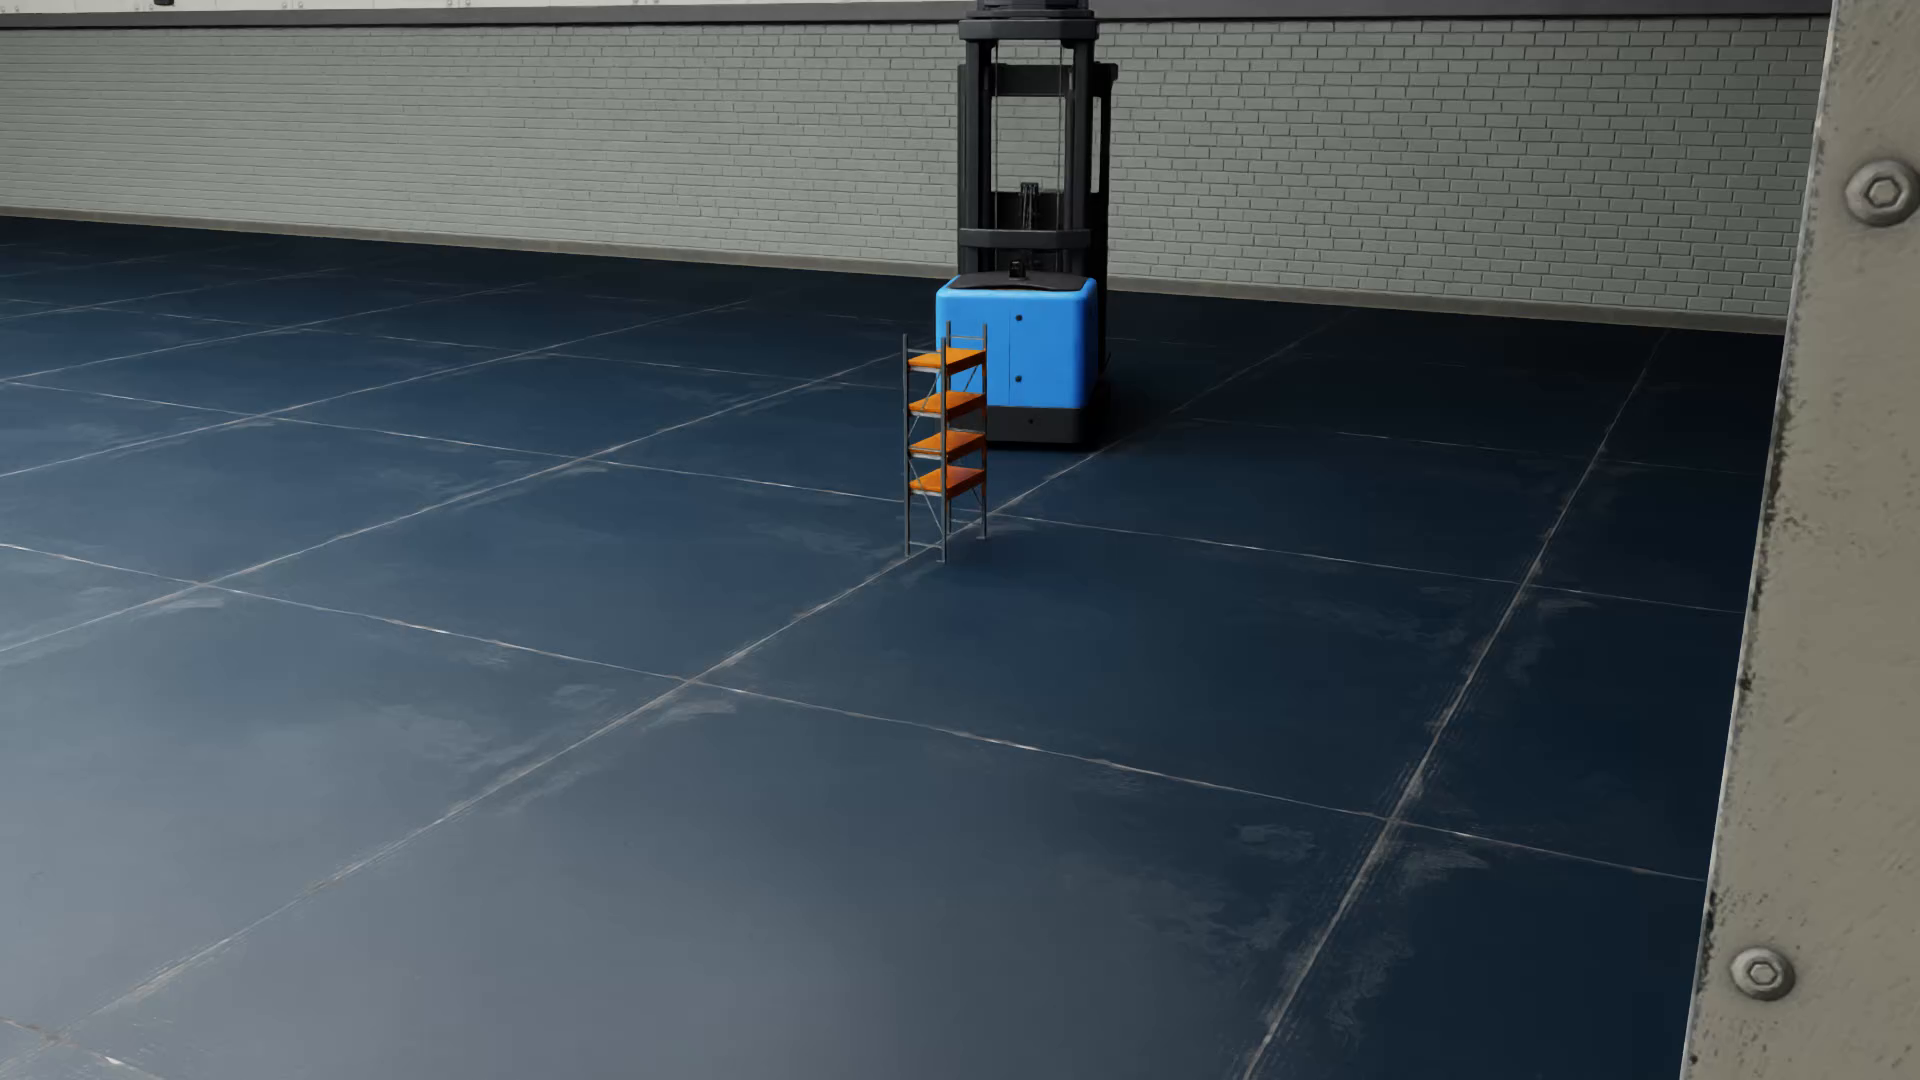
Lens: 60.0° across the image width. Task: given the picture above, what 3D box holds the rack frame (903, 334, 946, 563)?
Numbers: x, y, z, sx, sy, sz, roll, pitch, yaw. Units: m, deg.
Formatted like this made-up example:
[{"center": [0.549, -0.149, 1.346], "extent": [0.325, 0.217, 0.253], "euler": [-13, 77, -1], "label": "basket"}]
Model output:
[{"center": [-0.183, -0.471, 8.680], "extent": [0.240, 1.200, 0.015], "euler": [8, 18, 25], "label": "rack frame"}]

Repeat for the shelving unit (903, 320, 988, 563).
[{"center": [-0.074, -0.533, 8.889], "extent": [0.258, 1.200, 0.503], "euler": [8, 18, 25], "label": "shelving unit"}]

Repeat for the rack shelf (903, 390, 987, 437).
[{"center": [-0.074, -0.683, 8.845], "extent": [0.258, 0.148, 0.480], "euler": [8, 18, 25], "label": "rack shelf"}]

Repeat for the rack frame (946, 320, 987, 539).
[{"center": [0.035, -0.595, 9.099], "extent": [0.240, 1.200, 0.015], "euler": [8, 18, 25], "label": "rack frame"}]

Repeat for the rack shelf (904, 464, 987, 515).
[{"center": [-0.074, -0.278, 8.965], "extent": [0.258, 0.148, 0.480], "euler": [8, 18, 25], "label": "rack shelf"}]

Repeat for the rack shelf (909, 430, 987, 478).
[{"center": [-0.074, -0.469, 8.909], "extent": [0.258, 0.148, 0.480], "euler": [8, 18, 25], "label": "rack shelf"}]

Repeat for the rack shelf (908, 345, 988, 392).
[{"center": [-0.074, -0.910, 8.778], "extent": [0.258, 0.148, 0.480], "euler": [8, 18, 25], "label": "rack shelf"}]

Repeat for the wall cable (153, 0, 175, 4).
[{"center": [-10.593, -10.475, 22.691], "extent": [2.305, 6.003, 0.169], "euler": [8, 18, 25], "label": "wall cable"}]

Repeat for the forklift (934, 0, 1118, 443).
[{"center": [0.563, -2.426, 12.223], "extent": [1.130, 2.935, 3.031], "euler": [3, 17, 9], "label": "forklift"}]
